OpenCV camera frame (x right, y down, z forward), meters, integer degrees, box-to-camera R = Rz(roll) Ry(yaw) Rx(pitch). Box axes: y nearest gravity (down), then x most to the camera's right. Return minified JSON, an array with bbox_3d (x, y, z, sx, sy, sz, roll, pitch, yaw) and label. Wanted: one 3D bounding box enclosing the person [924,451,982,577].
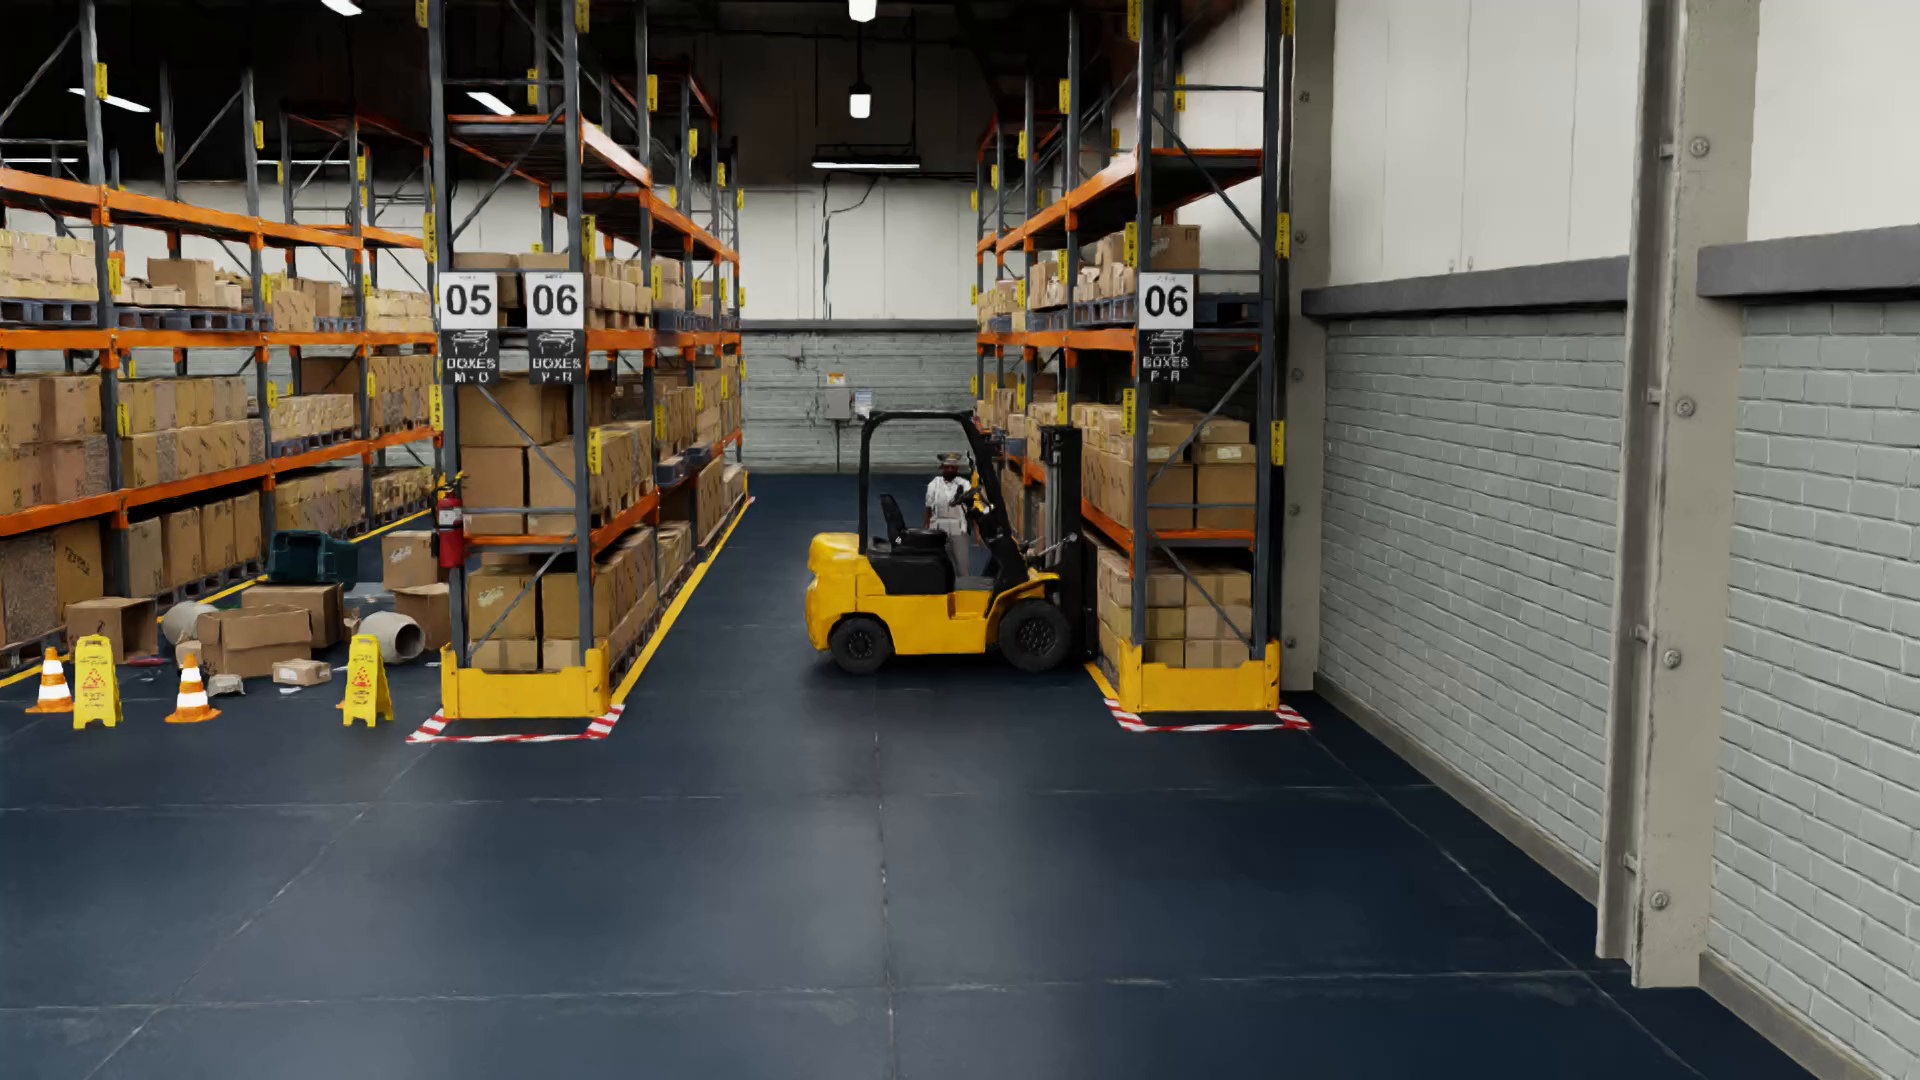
[{"bbox_3d":[-0.067,-0.025,16.065,0.552,1.665,0.501,0,7,-3],"label":"person"}]
